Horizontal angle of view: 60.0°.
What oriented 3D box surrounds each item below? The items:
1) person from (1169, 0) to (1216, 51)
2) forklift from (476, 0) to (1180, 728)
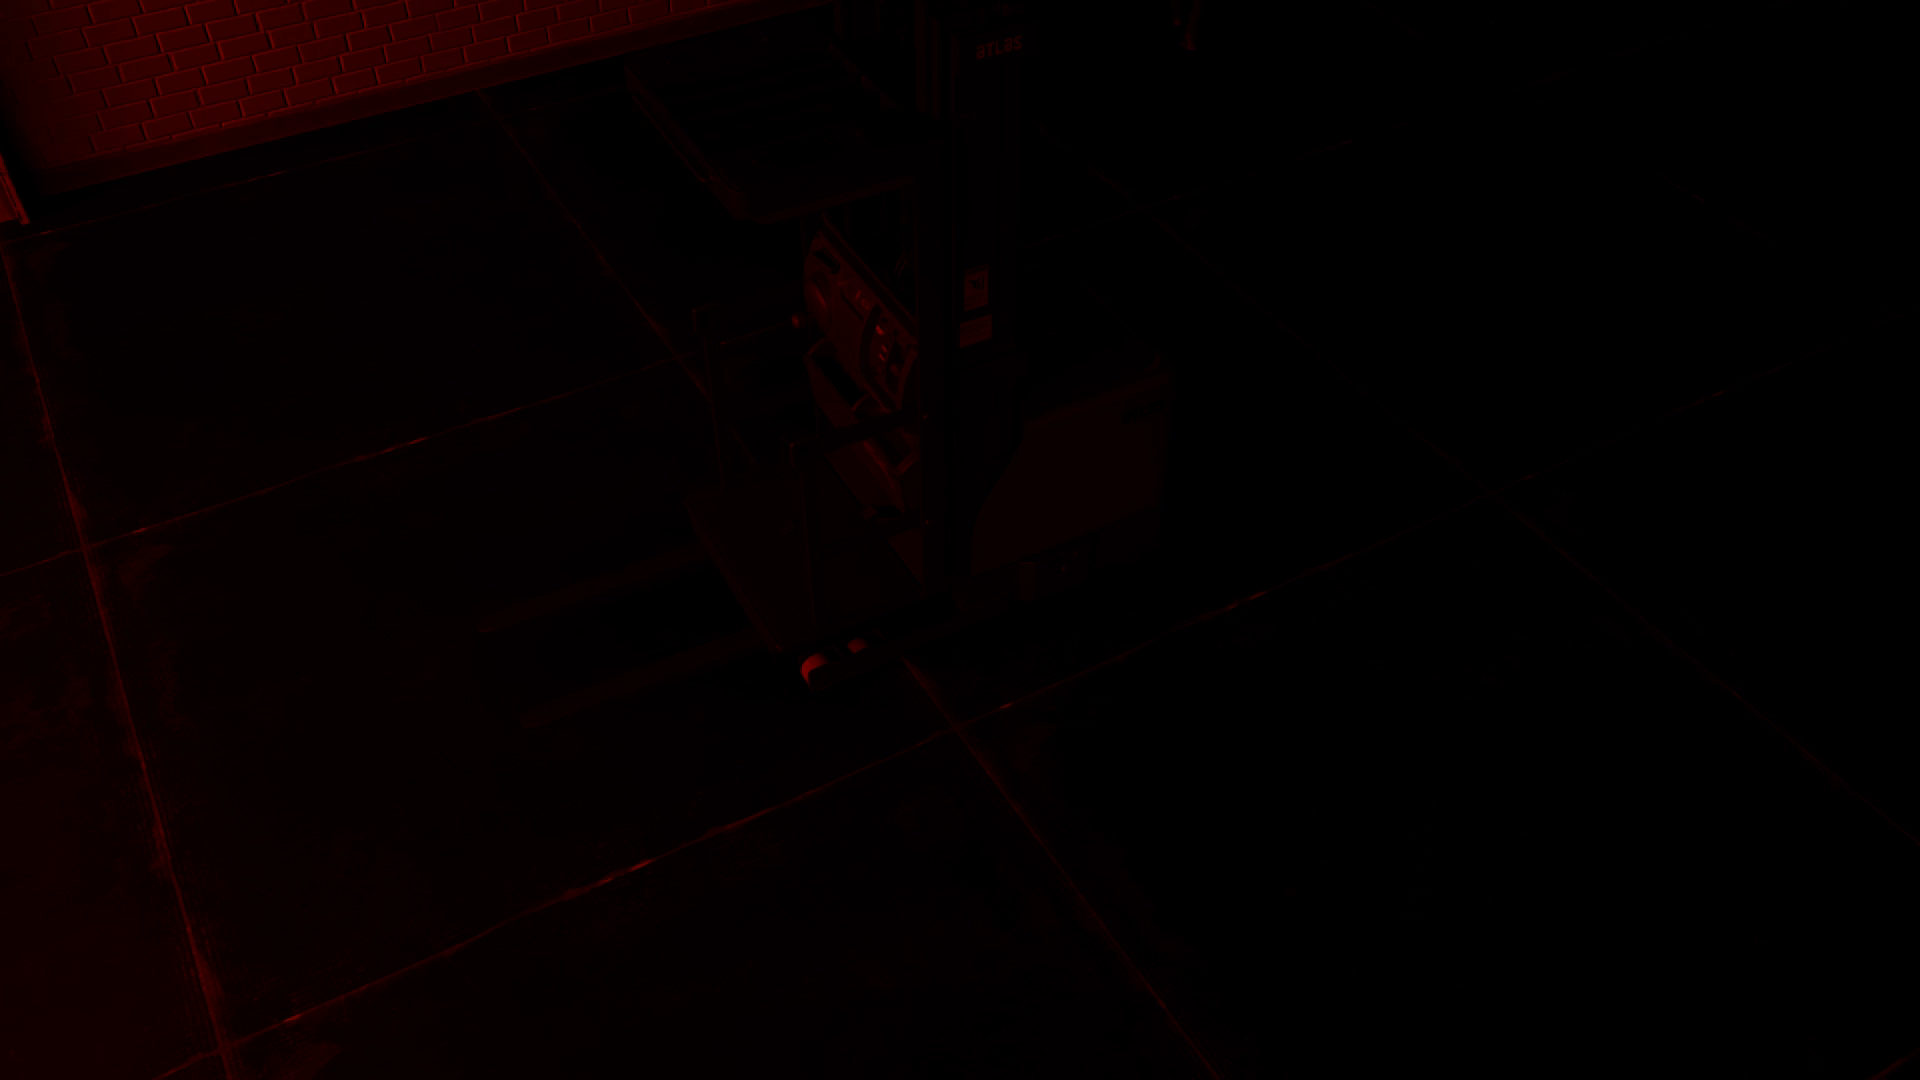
[{"bbox_3d":[1.549,-4.084,11.136,0.509,1.567,0.858,4,43,4],"label":"person"},{"bbox_3d":[-0.587,-0.843,6.606,3.031,2.935,1.130,-20,47,-20],"label":"forklift"}]
